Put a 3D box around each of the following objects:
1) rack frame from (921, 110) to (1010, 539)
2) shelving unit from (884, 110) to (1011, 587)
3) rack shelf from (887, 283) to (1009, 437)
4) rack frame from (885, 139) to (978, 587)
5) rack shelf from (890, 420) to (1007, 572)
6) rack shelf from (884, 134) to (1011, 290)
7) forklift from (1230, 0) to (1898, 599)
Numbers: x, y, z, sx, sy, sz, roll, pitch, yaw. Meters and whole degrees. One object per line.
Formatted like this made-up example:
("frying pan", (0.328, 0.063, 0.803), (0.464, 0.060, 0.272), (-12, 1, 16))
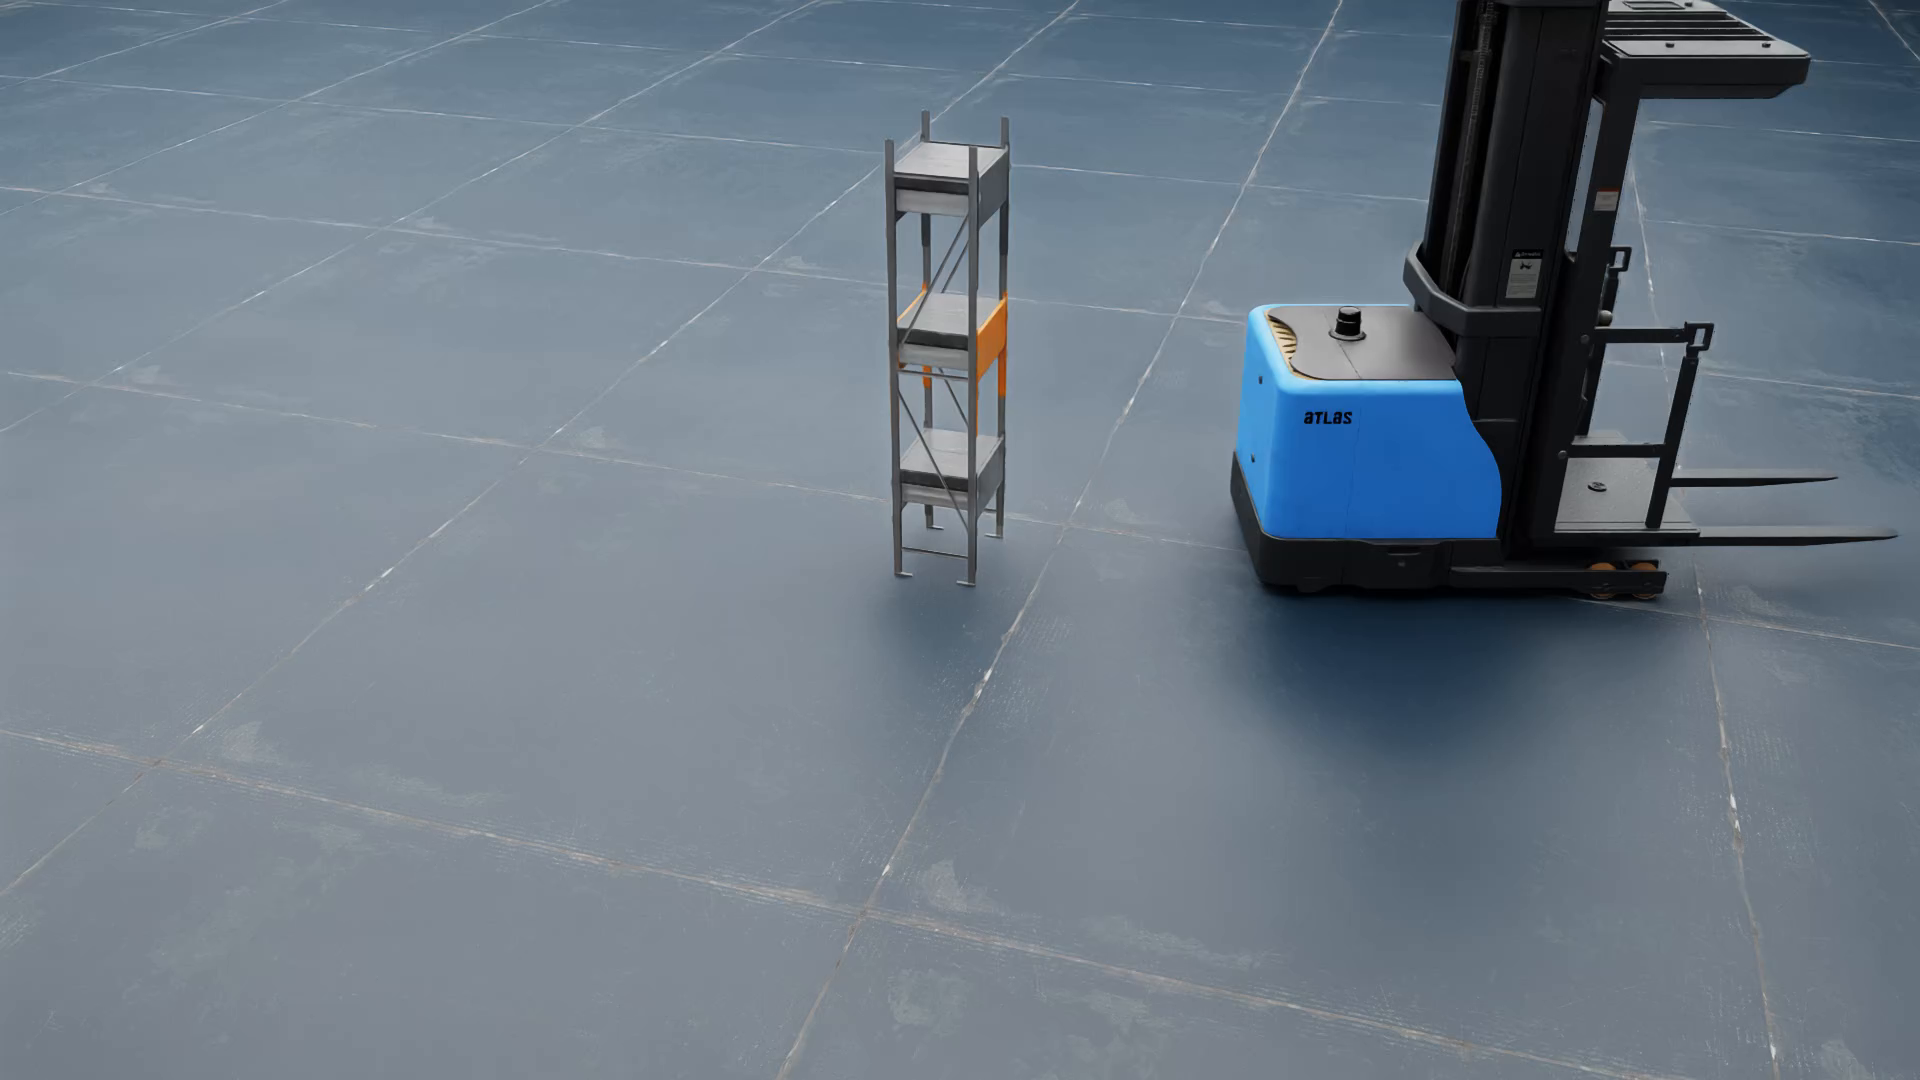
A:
("rack frame", (0.023, -0.954, 7.805), (0.400, 2.100, 0.015), (8, 30, 15))
("shelving unit", (-0.049, -0.841, 7.601), (0.431, 2.100, 0.503), (8, 30, 15))
("rack shelf", (-0.049, -0.829, 7.608), (0.431, 0.518, 0.480), (8, 30, 15))
("rack frame", (-0.120, -0.727, 7.397), (0.400, 2.100, 0.015), (8, 30, 15))
("rack shelf", (-0.049, -0.217, 7.948), (0.431, 0.518, 0.480), (8, 30, 15))
("rack shelf", (-0.049, -1.440, 7.268), (0.431, 0.518, 0.480), (8, 30, 15))
("forklift", (2.905, -1.266, 7.510), (3.031, 2.935, 1.130), (0, 29, 0))
